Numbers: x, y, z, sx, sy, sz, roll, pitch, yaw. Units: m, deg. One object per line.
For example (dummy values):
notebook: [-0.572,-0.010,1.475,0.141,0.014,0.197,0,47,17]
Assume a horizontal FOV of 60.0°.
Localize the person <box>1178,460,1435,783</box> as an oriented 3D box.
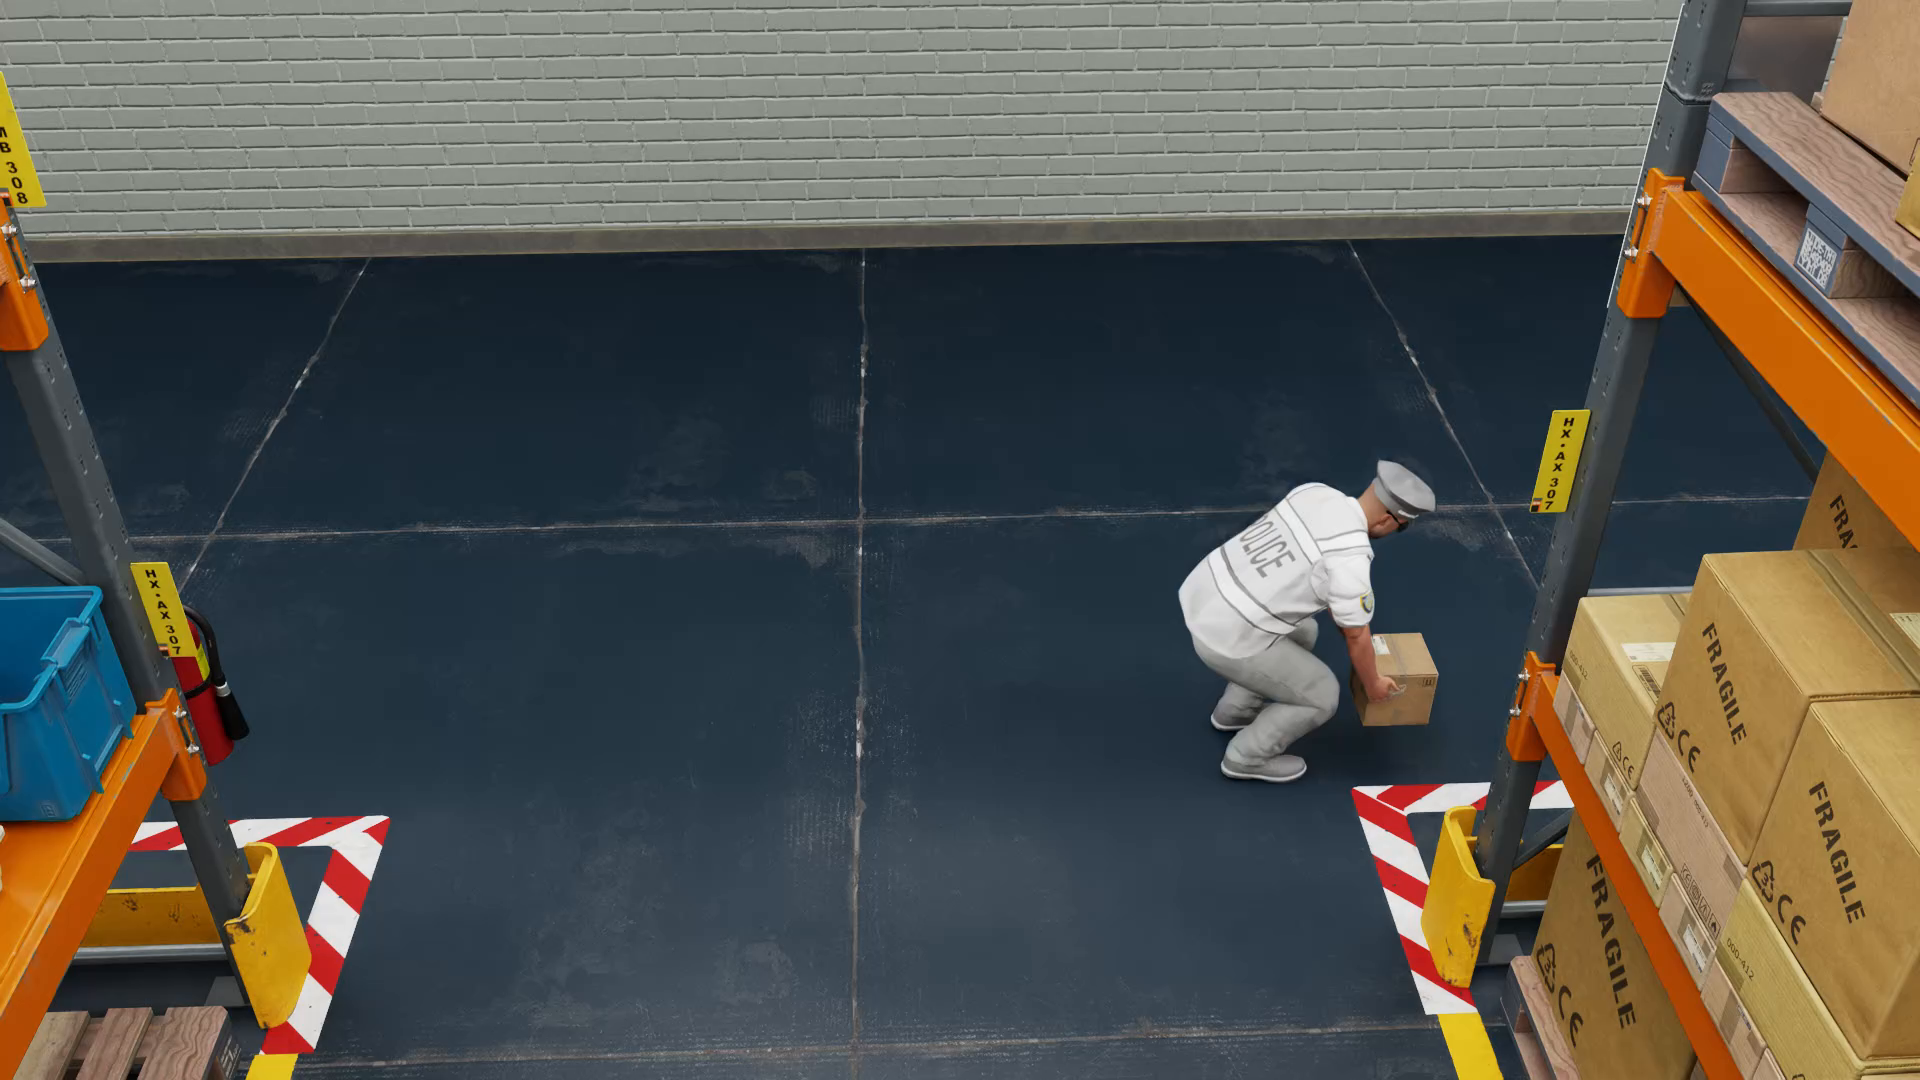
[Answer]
person: [1.252,0.279,6.191,0.882,1.241,0.581,-2,35,-2]
